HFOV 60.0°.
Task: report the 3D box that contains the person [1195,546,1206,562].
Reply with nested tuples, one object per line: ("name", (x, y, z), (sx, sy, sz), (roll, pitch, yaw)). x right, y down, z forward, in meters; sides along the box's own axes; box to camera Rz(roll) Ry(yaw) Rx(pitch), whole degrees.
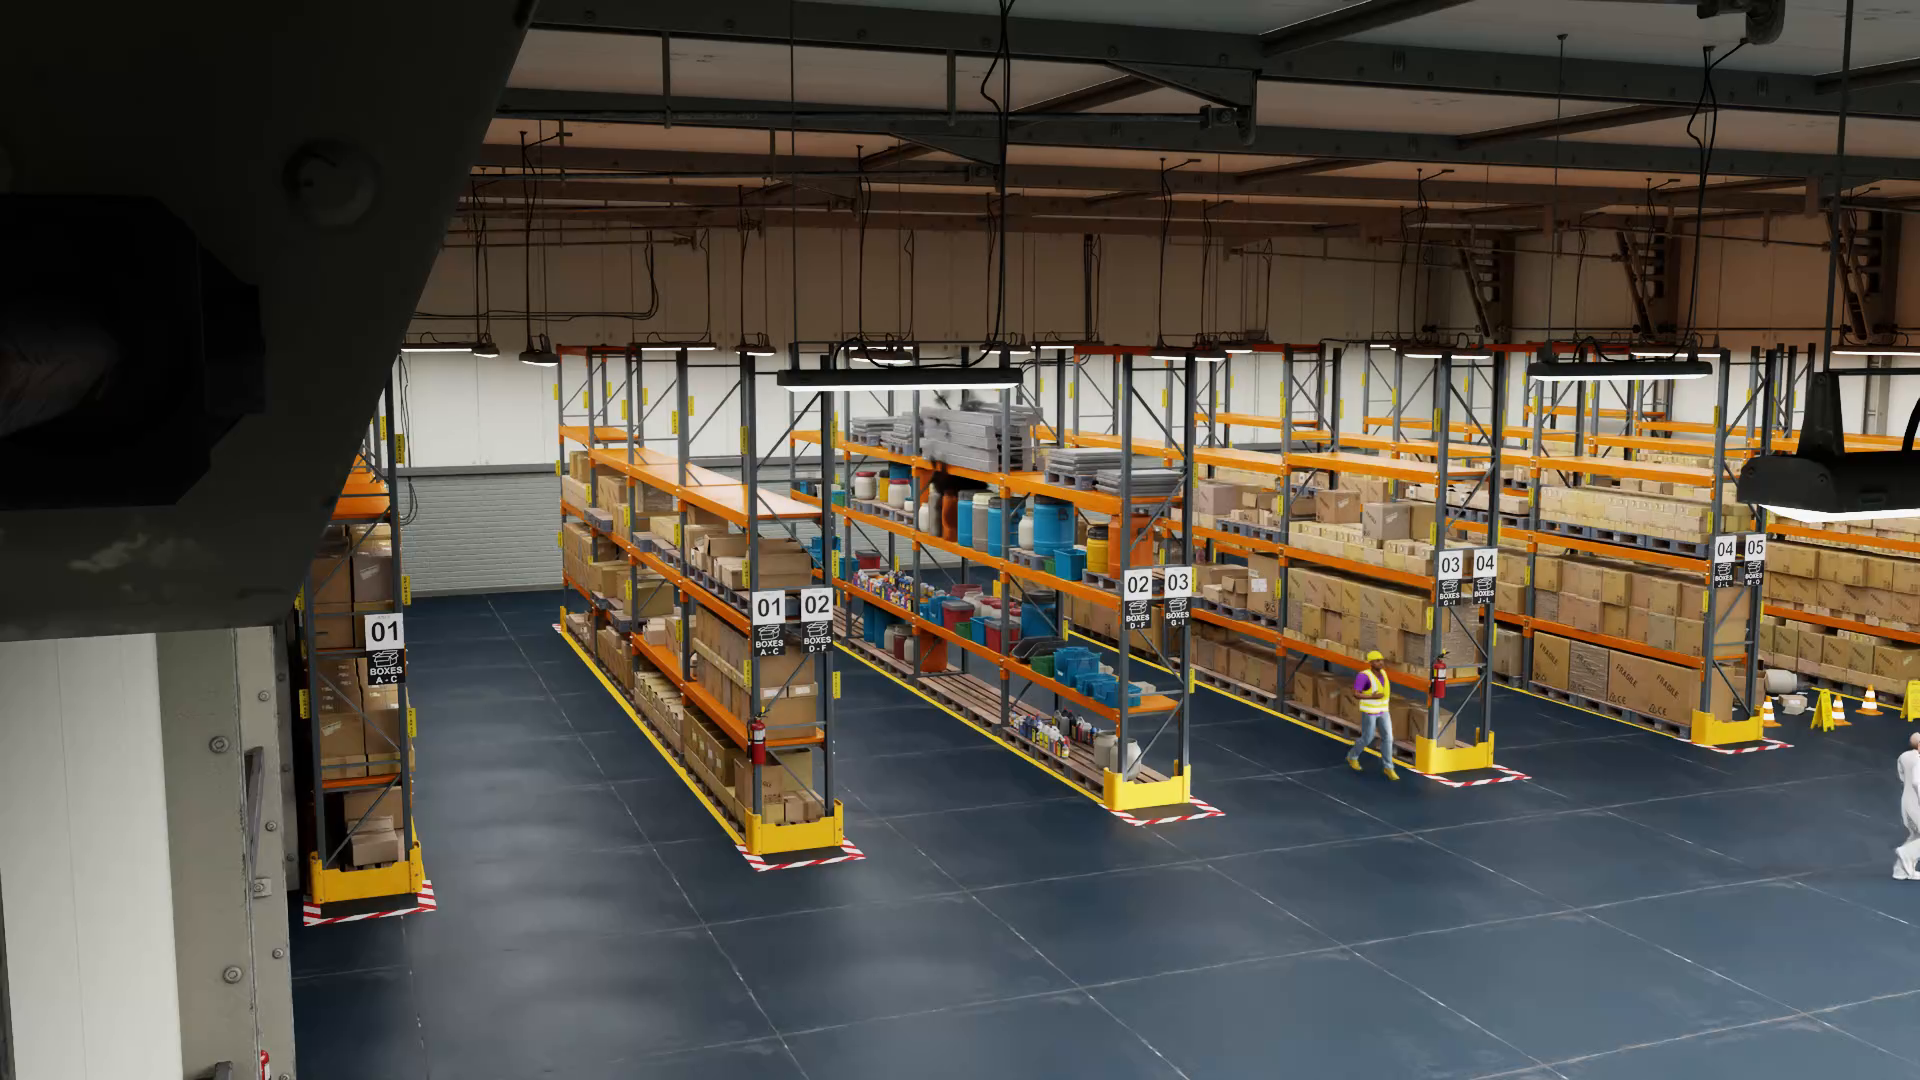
("person", (6.072, 0.211, 41.658), (0.853, 1.698, 0.593), (-3, 8, -24))

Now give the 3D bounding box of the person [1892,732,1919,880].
("person", (11.044, 3.057, 19.078), (0.628, 1.732, 0.704), (0, 7, 2))

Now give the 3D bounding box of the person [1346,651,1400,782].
("person", (5.847, 2.463, 23.534), (0.698, 1.812, 0.832), (-4, 8, -28))

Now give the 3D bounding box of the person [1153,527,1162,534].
("person", (4.581, 0.524, 39.158), (0.618, 1.718, 0.852), (0, 7, -2))
